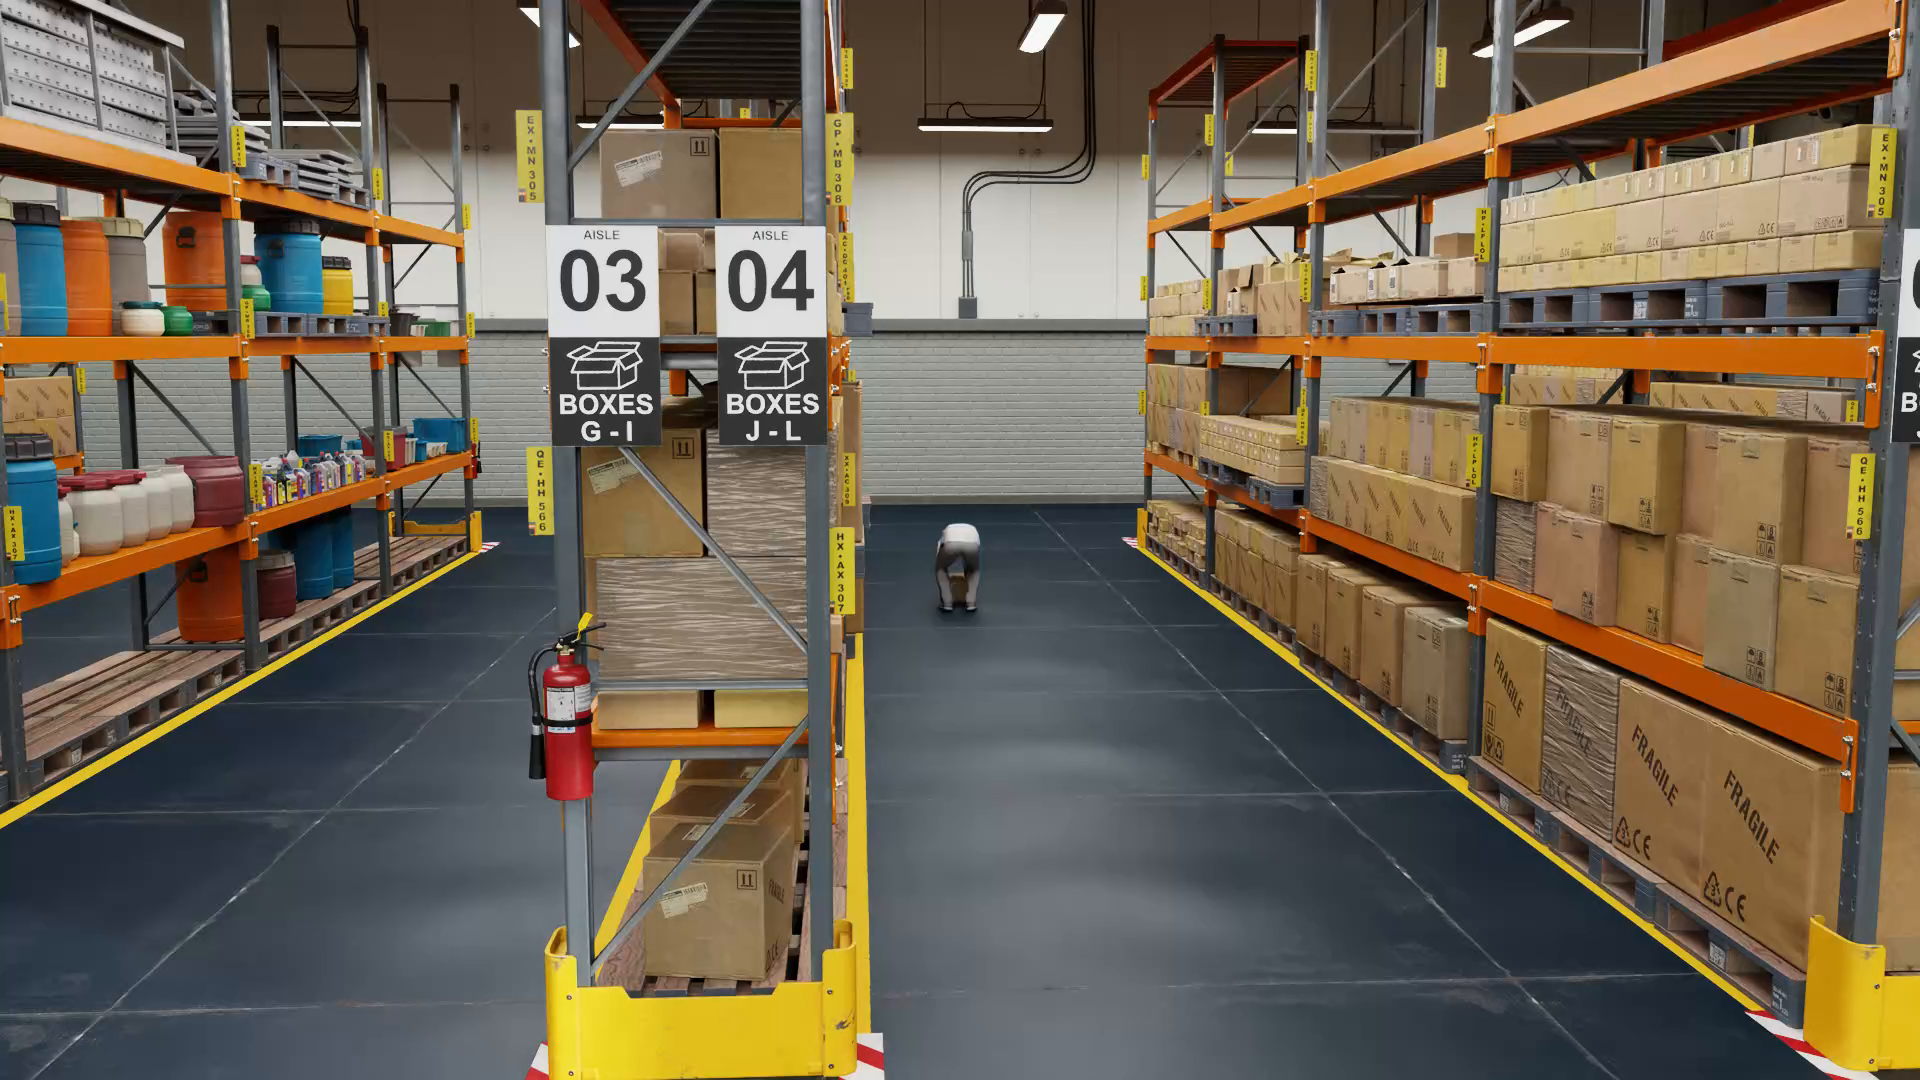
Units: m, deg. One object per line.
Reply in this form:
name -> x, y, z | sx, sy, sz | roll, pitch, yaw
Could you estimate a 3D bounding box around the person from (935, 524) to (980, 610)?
person -> -0.034, 0.259, 17.311 | 0.466, 0.894, 0.903 | -1, 7, -6
